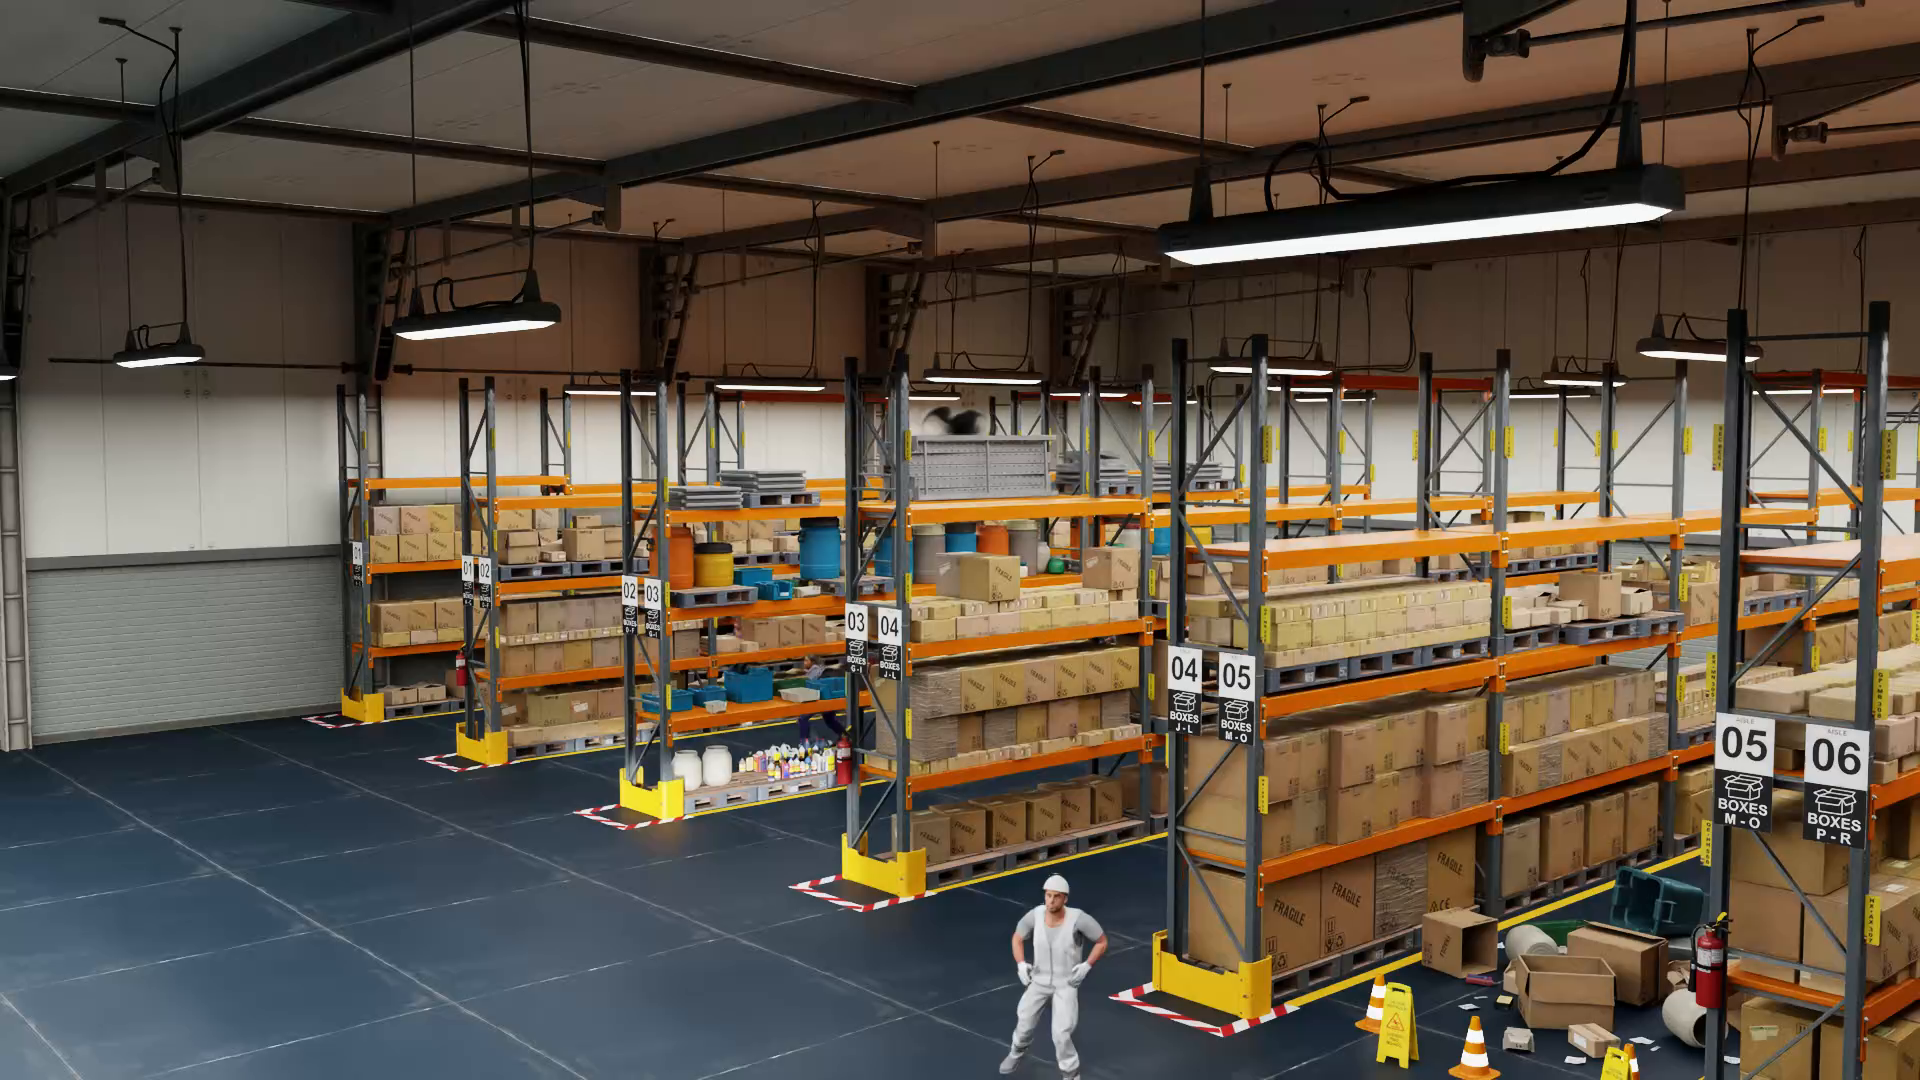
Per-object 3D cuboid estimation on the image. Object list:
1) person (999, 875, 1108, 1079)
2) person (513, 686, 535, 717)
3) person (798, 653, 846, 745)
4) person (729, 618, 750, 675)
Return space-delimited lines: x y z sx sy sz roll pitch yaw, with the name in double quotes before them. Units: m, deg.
"person" 0.686 3.452 12.892 0.898 1.775 0.766 1 4 17
"person" -7.675 2.477 28.775 0.685 1.599 0.866 1 4 19
"person" -2.196 2.624 26.616 0.943 1.663 0.604 -3 5 -41
"person" -4.308 2.279 32.419 0.573 1.550 0.624 3 5 35
